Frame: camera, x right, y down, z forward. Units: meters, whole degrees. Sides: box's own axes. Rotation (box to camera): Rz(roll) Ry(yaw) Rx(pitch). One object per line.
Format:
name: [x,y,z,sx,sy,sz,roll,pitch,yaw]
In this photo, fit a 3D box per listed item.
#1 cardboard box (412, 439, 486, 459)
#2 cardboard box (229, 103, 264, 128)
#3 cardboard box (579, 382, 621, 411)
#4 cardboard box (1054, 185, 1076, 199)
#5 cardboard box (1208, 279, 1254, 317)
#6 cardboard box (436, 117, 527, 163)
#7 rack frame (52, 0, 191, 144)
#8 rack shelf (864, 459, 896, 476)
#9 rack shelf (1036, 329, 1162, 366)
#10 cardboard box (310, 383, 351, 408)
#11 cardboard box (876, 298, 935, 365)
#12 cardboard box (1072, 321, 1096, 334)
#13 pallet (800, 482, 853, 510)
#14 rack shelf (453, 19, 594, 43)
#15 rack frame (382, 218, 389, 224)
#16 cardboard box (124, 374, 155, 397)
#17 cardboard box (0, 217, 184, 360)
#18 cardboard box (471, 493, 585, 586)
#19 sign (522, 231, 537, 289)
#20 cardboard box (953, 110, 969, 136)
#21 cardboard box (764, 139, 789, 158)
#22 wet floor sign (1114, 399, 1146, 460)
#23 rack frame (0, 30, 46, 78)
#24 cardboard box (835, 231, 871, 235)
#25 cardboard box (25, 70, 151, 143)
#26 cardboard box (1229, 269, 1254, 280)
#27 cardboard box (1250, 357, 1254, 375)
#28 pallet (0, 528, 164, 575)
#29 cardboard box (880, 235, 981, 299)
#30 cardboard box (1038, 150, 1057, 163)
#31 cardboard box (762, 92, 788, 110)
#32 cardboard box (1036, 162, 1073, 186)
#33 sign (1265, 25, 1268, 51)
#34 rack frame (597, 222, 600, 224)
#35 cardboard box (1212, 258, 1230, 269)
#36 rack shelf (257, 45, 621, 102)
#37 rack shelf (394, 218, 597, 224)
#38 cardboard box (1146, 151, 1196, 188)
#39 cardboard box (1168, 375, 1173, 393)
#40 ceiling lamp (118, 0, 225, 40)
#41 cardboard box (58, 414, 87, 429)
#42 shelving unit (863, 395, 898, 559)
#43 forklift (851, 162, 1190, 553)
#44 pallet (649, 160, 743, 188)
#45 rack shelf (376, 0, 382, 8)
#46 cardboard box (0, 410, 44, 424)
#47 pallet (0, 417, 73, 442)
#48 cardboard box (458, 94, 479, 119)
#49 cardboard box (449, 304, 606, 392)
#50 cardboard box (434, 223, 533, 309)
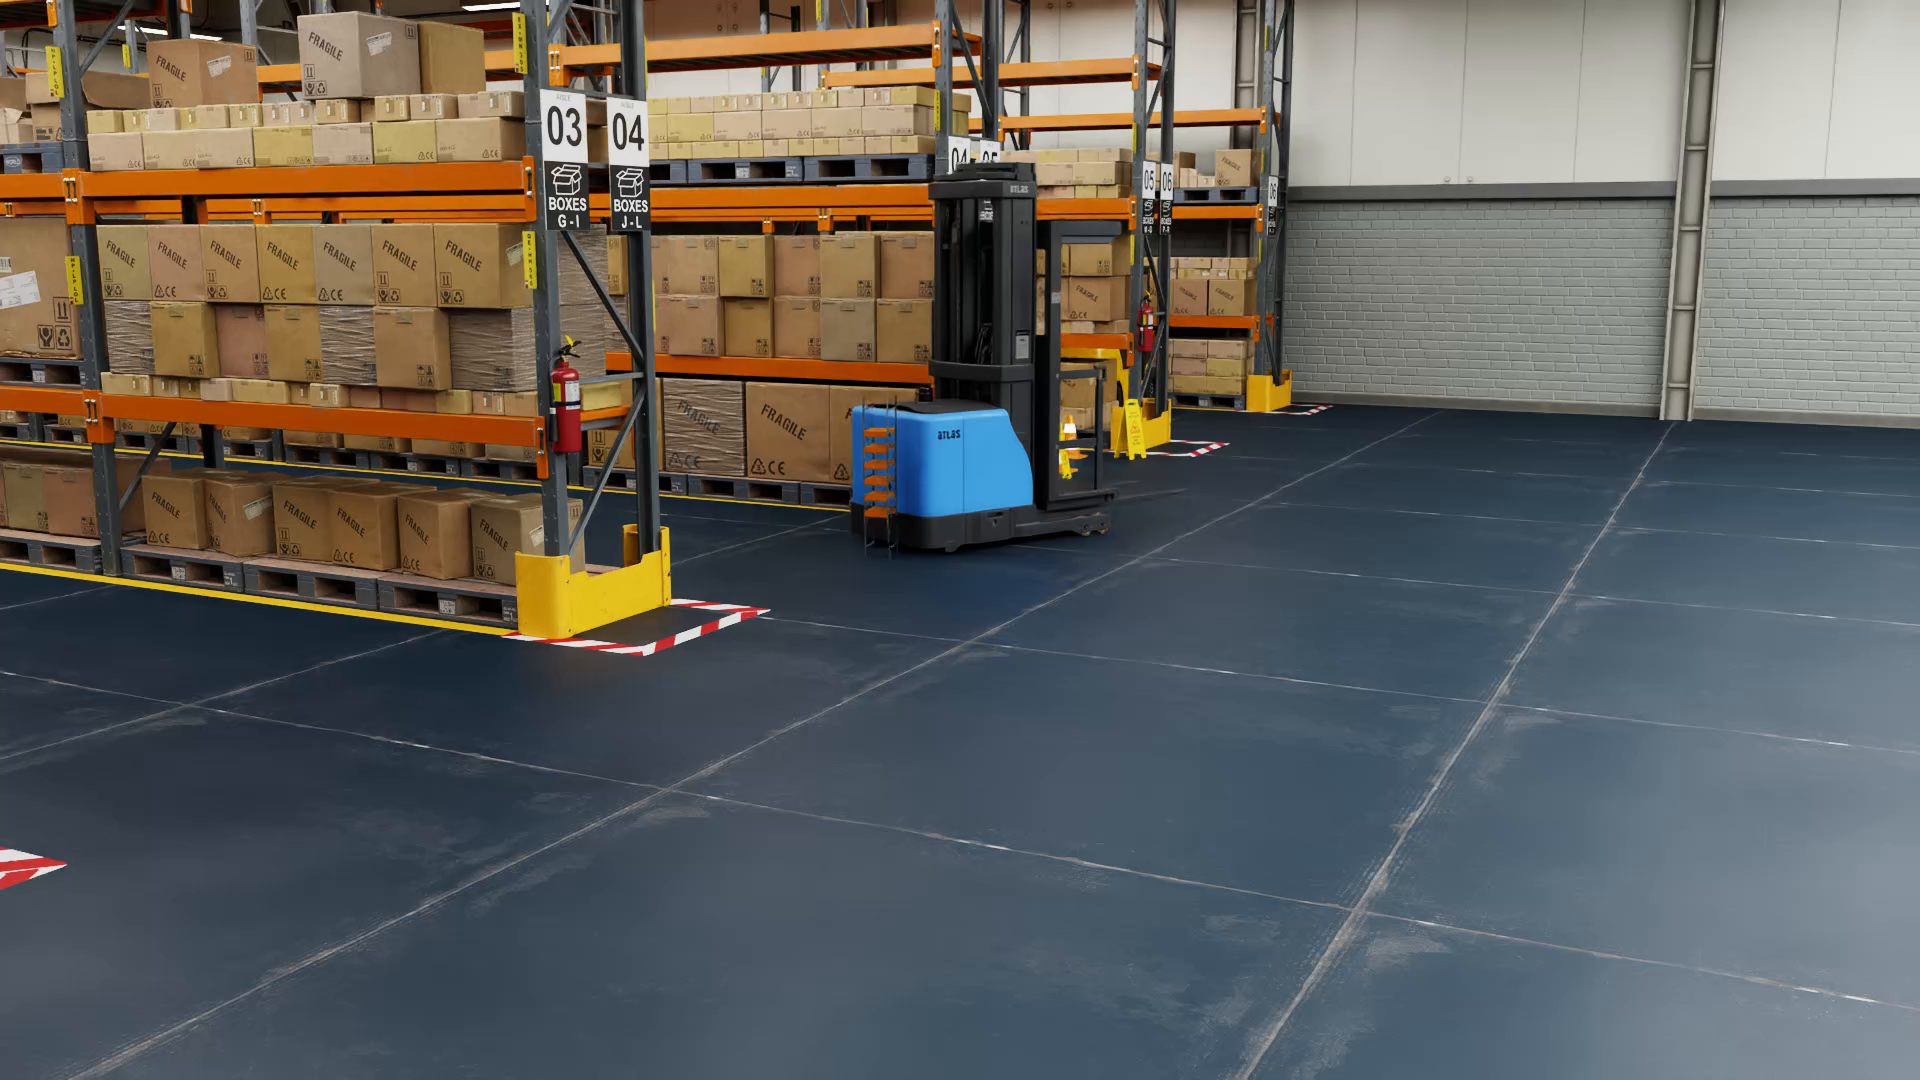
cardboard box: [-4.981,-1.288,17.064,0.750,0.750,1.050,5,11,26]
cardboard box: [-4.466,-2.720,10.717,0.250,0.149,0.380,5,11,25]
cardboard box: [-2.370,-0.915,10.569,0.250,0.149,0.380,5,11,26]
cardboard box: [1.261,-3.938,18.847,0.250,0.149,0.380,5,12,28]
cardboard box: [3.801,-3.400,23.313,0.500,0.500,0.500,5,11,25]
cardboard box: [-2.764,-2.378,9.945,0.500,0.250,0.500,5,12,27]
rack frame: [-5.807,-4.245,11.420,0.127,3.000,1.000,5,11,26]
rack shelf: [-0.596,-0.545,12.447,0.180,0.103,0.258,3,11,14]
rack shelf: [0.372,-2.365,19.893,4.000,0.370,1.077,5,11,26]
cardboard box: [-3.958,-0.946,10.737,0.250,0.149,0.380,5,11,26]
cardboard box: [-0.287,-1.858,14.654,0.550,0.550,0.875,5,11,26]
cardboard box: [1.459,-2.435,18.966,0.250,0.149,0.380,5,11,25]
pallet: [-0.686,-0.441,15.073,1.213,0.211,1.003,5,11,26]
rack shelf: [-8.197,-8.691,28.669,4.000,0.370,1.077,5,11,26]
rack frame: [-8.596,-3.507,24.182,0.127,3.000,1.000,5,11,26]
cardboard box: [-5.529,-1.083,11.497,0.250,0.149,0.380,5,11,26]
cardboard box: [-6.457,-1.880,12.333,1.000,1.000,1.000,5,11,26]
cardboard box: [-2.772,-0.007,10.684,0.500,0.500,0.500,8,13,36]
sign: [-2.483,-1.616,9.600,0.005,0.325,0.100,5,11,26]
cardboard box: [-0.254,-3.646,14.656,0.500,0.250,0.500,5,11,26]
cardboard box: [-1.522,-3.443,14.654,0.250,0.149,0.380,5,11,26]
wet floor sign: [1.862,-1.217,18.140,0.267,0.644,0.232,-10,14,-43]
rack frame: [-10.696,-5.660,19.236,0.127,3.000,1.000,5,11,26]
cardboard box: [-1.123,-3.494,20.192,0.500,0.500,0.700,5,11,25]
cardboard box: [-6.184,-3.080,11.932,0.637,0.503,0.797,4,11,23]
cardboard box: [3.923,-3.705,23.176,0.250,0.149,0.380,5,11,27]
cardboard box: [4.028,-2.524,23.890,0.500,0.250,0.500,5,12,27]
pallet: [-6.506,0.018,12.540,1.213,0.211,1.003,5,11,26]
cardboard box: [-0.250,-2.403,14.632,0.550,0.550,0.875,5,11,26]
cardboard box: [1.075,-4.357,18.926,0.250,0.149,0.380,5,11,26]
cardboard box: [-1.527,-3.836,14.585,0.250,0.149,0.380,5,11,25]
cardboard box: [1.142,-4.149,18.894,0.500,0.250,0.500,5,11,25]
sign: [4.105,-6.719,22.242,0.005,0.325,0.100,5,11,26]
rack frame: [-6.403,-4.300,28.564,0.127,3.000,1.000,5,11,26]
cardboard box: [3.709,-3.878,23.296,0.250,0.149,0.380,5,11,26]
rack shelf: [-5.315,-4.636,16.723,4.000,0.370,1.077,5,11,26]
rack shelf: [-8.197,-5.579,29.232,4.000,0.370,1.077,5,11,26]
cardboard box: [2.979,-5.228,23.529,0.500,0.500,0.700,5,11,26]
cardboard box: [2.911,-2.276,23.923,0.500,0.250,0.500,5,11,26]
ceiling lamp: [-13.424,-10.279,28.364,0.800,3.185,2.000,5,11,26]
cardboard box: [-10.150,-1.584,19.400,0.500,0.500,0.500,6,12,28]
shelving unit: [-0.596,-0.471,12.460,0.189,1.200,0.258,3,11,14]
forklift: [0.604,-1.537,13.492,3.031,2.935,1.130,-8,13,-38]
pallet: [-2.792,-3.444,15.662,1.213,0.211,1.003,5,11,26]
rack shelf: [-6.803,-7.582,22.545,4.000,0.370,1.077,5,11,26]
cardboard box: [-11.198,-1.488,19.857,0.250,0.149,0.380,5,11,27]
pallet: [-11.314,-1.383,20.280,1.213,0.211,1.003,5,11,26]
cardboard box: [-2.788,-2.588,9.986,0.250,0.149,0.380,5,11,24]
cardboard box: [-2.701,-1.222,10.441,0.500,0.500,0.875,5,11,26]
cardboard box: [-2.822,-1.670,10.110,0.500,0.500,0.500,5,11,26]
